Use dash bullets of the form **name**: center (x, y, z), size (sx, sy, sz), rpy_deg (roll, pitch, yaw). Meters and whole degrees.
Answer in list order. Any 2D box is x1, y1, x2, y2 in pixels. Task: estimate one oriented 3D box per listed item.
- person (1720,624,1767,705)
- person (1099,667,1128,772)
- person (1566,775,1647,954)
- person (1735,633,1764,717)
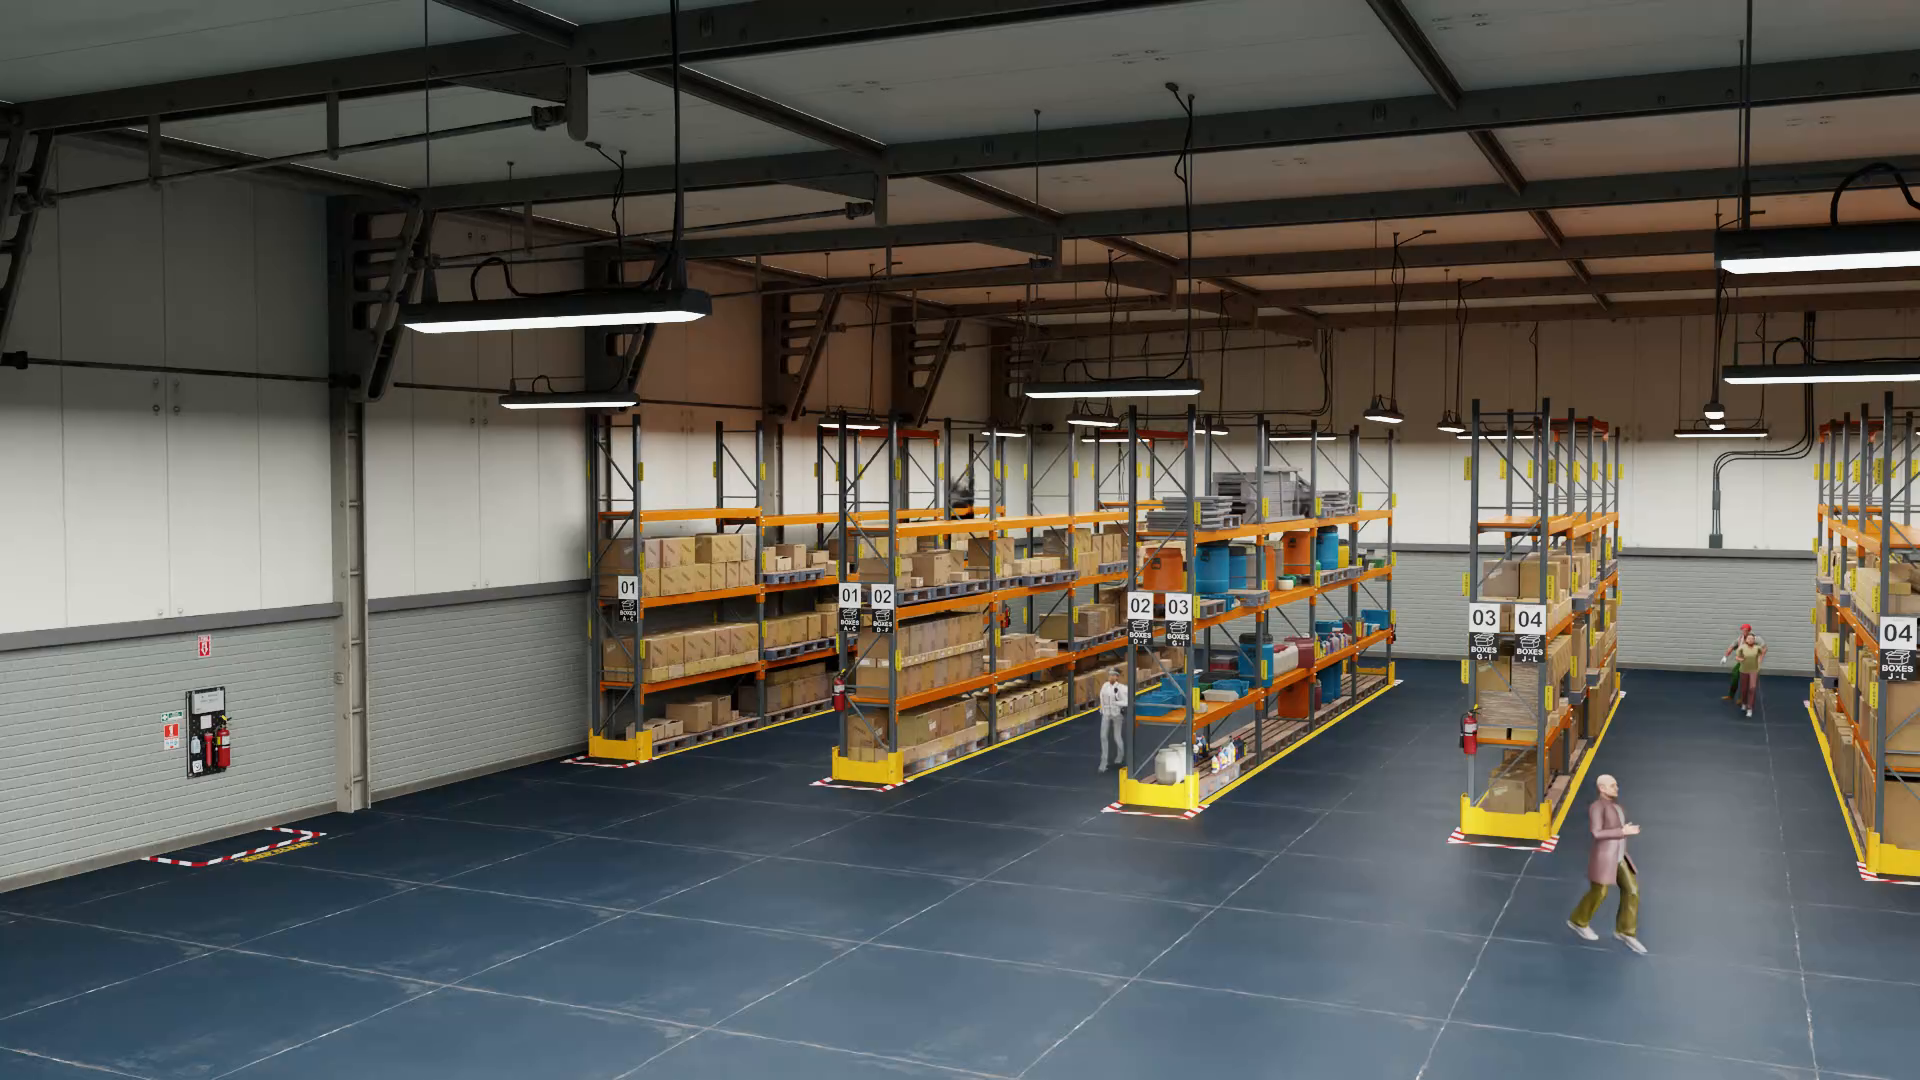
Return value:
- **person**: center (16.818, 2.655, 35.781), size (0.916, 1.723, 0.691), rpy_deg (2, 3, 44)
- **person**: center (2.586, 2.998, 28.052), size (0.602, 1.745, 0.804), rpy_deg (1, 3, 23)
- **person**: center (6.798, 3.378, 17.488), size (0.685, 1.831, 0.831), rpy_deg (-2, 3, -38)
- **person**: center (16.264, 2.746, 34.276), size (0.545, 1.682, 0.948), rpy_deg (1, 3, 27)
